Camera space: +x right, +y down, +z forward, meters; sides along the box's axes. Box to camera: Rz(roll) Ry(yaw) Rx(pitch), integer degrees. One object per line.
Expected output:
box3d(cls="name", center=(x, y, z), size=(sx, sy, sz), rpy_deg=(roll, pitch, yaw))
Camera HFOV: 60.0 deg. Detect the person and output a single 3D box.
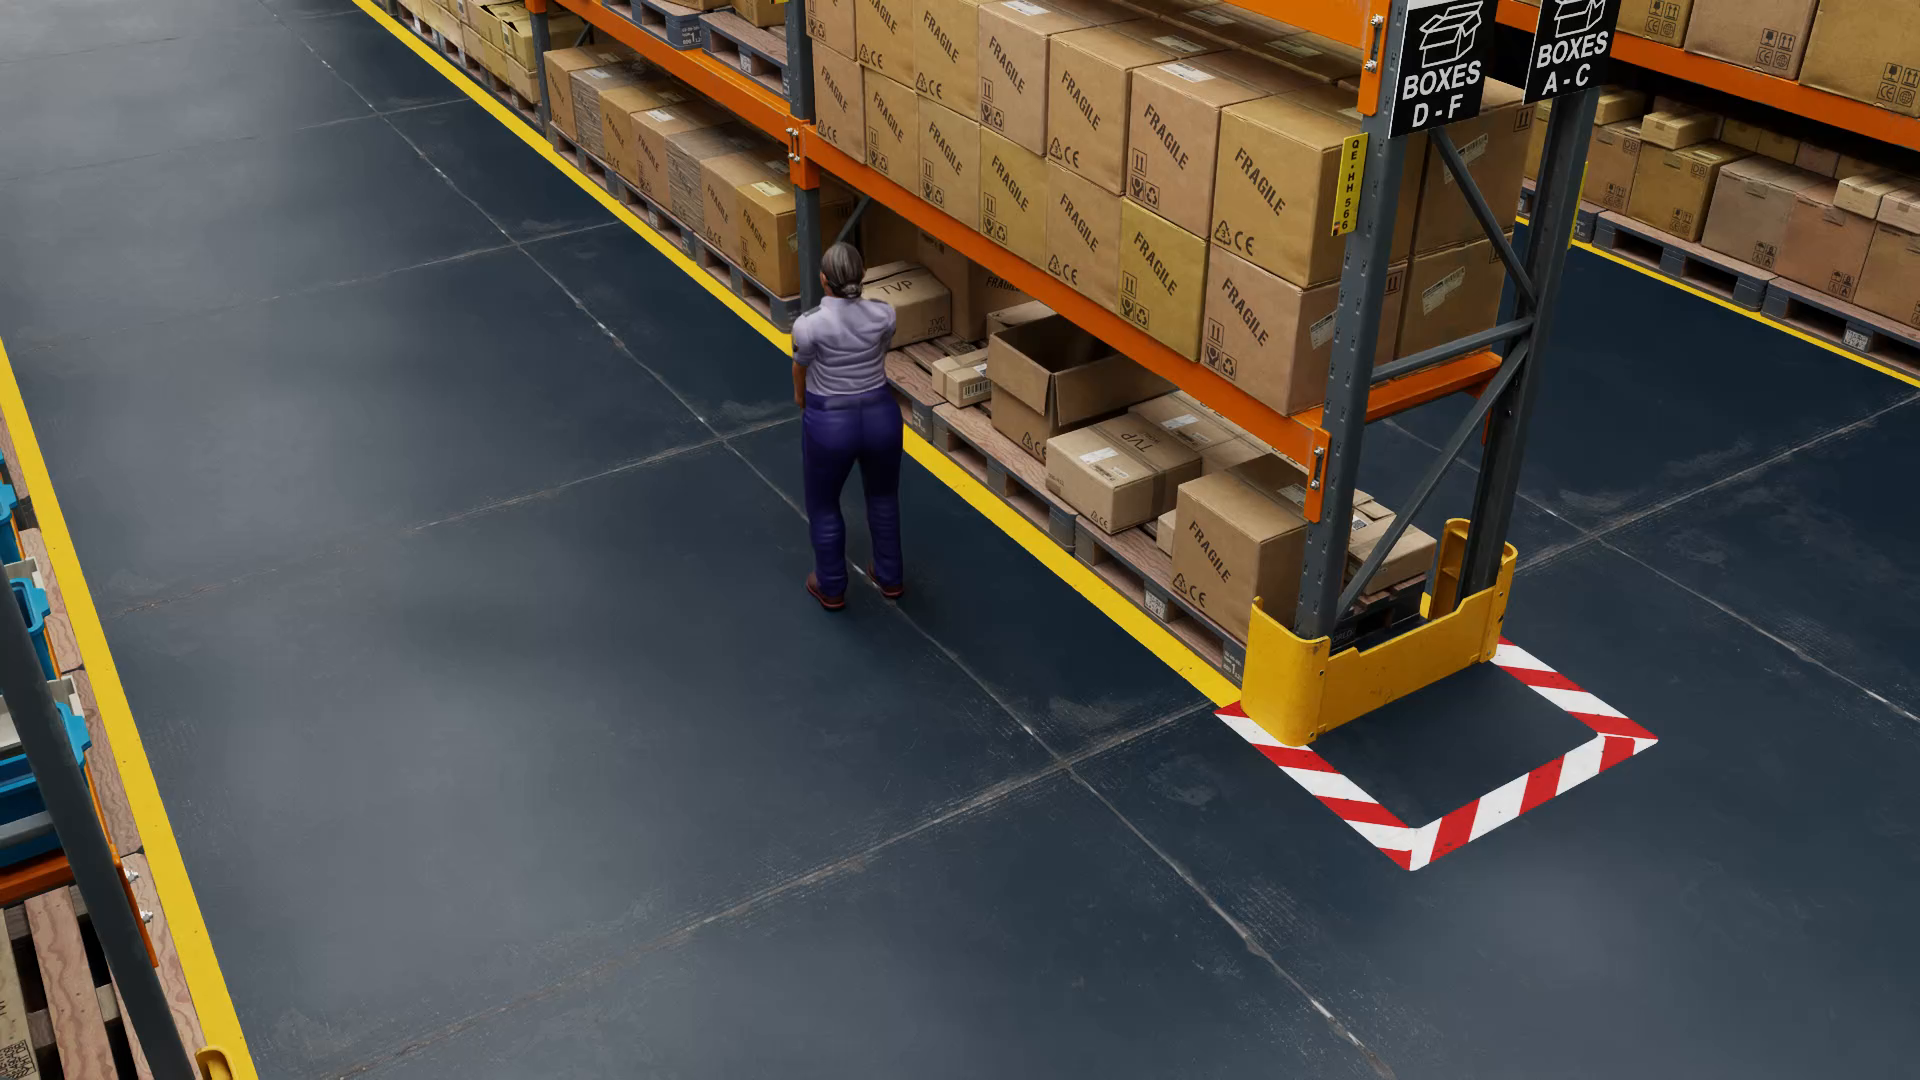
box3d(cls="person", center=(-0.487, -0.501, 6.938), size=(0.435, 1.647, 0.529), rpy_deg=(-12, 35, -18))
